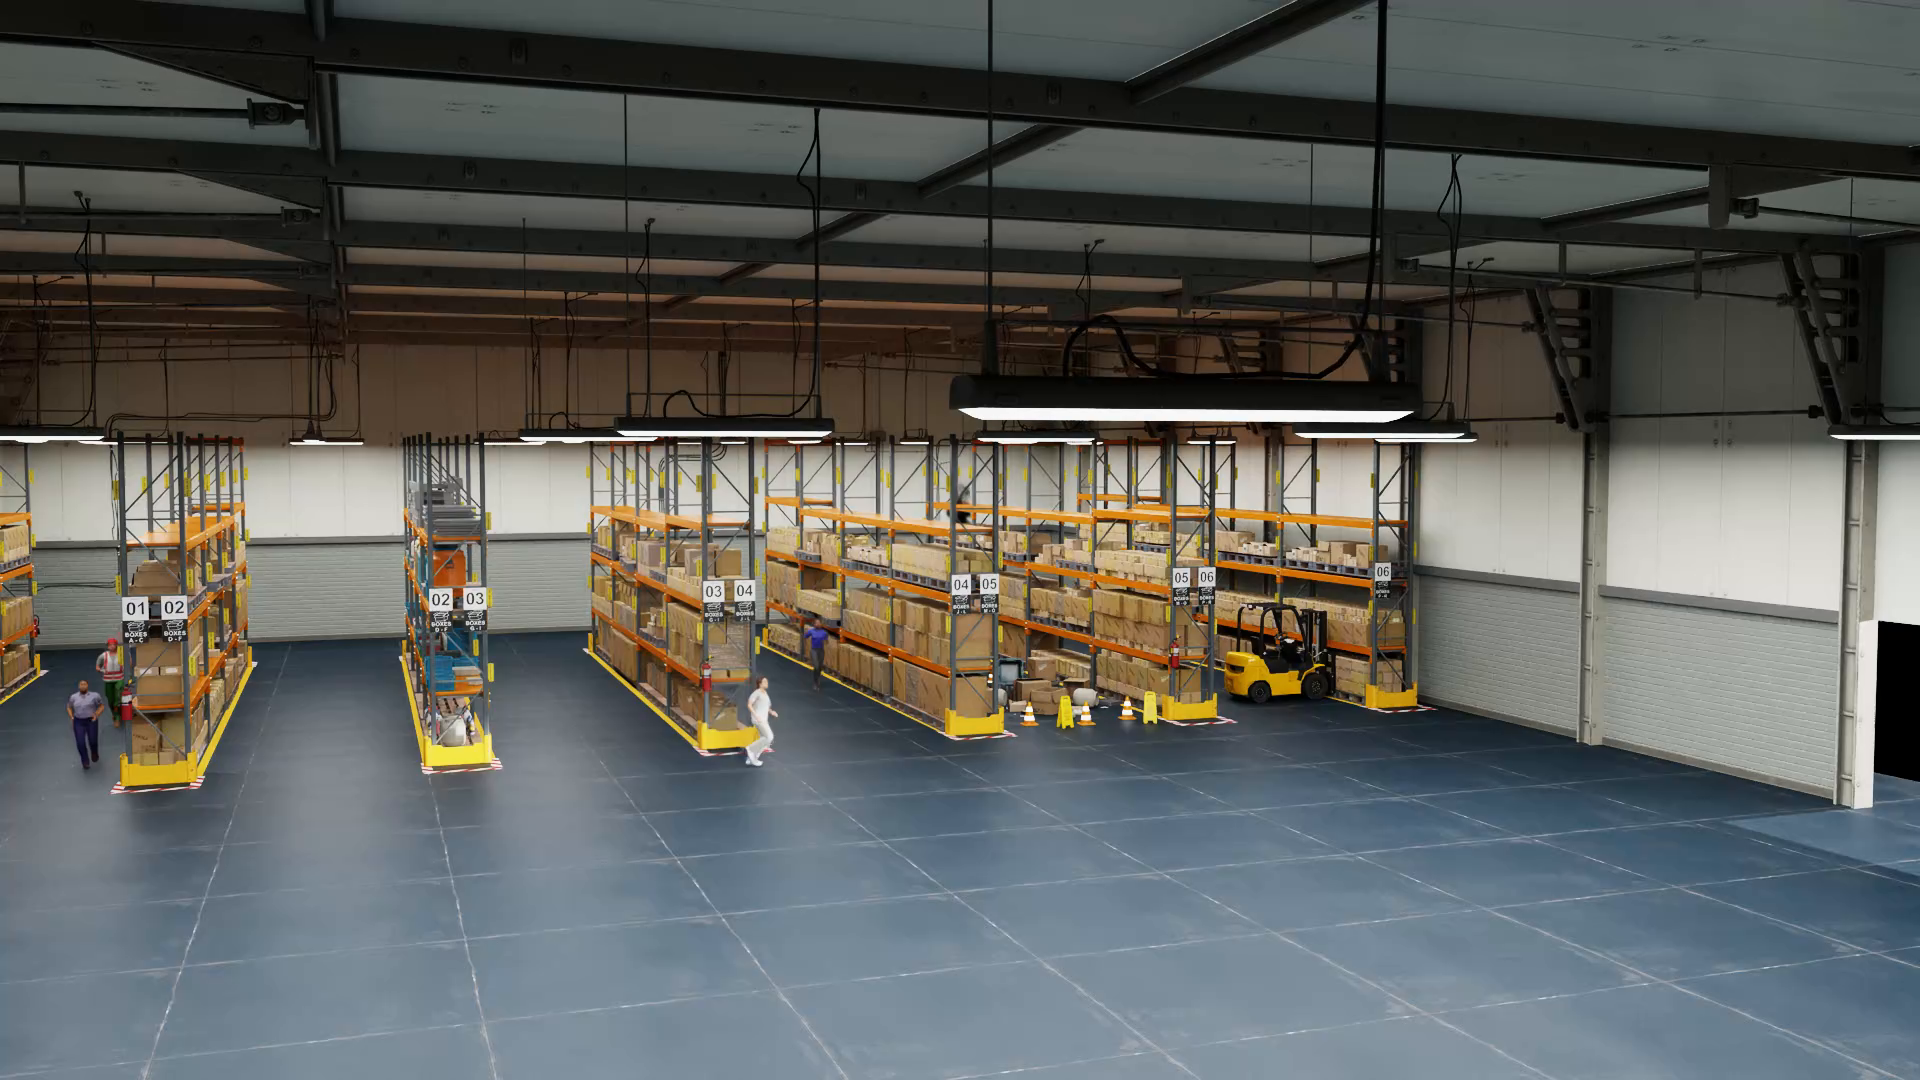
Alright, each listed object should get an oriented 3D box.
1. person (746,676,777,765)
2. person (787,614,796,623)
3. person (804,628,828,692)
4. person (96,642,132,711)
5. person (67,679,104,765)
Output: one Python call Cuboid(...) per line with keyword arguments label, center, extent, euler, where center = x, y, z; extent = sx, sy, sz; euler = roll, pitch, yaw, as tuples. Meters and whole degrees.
Cuboid(label="person", center=(-3.582, 3.253, 30.034), extent=(0.554, 1.608, 0.522), euler=(1, 3, 16))
Cuboid(label="person", center=(-5.101, 2.418, 50.001), extent=(0.416, 0.390, 0.457), euler=(1, 3, 24))
Cuboid(label="person", center=(-3.393, 2.831, 39.395), extent=(0.511, 1.487, 0.724), euler=(-2, 4, -26))
Cuboid(label="person", center=(-17.415, 2.797, 34.209), extent=(0.653, 1.469, 0.683), euler=(-1, 3, -23))
Cuboid(label="person", center=(-15.608, 3.244, 29.669), extent=(0.594, 1.535, 0.503), euler=(-1, 3, -22))
